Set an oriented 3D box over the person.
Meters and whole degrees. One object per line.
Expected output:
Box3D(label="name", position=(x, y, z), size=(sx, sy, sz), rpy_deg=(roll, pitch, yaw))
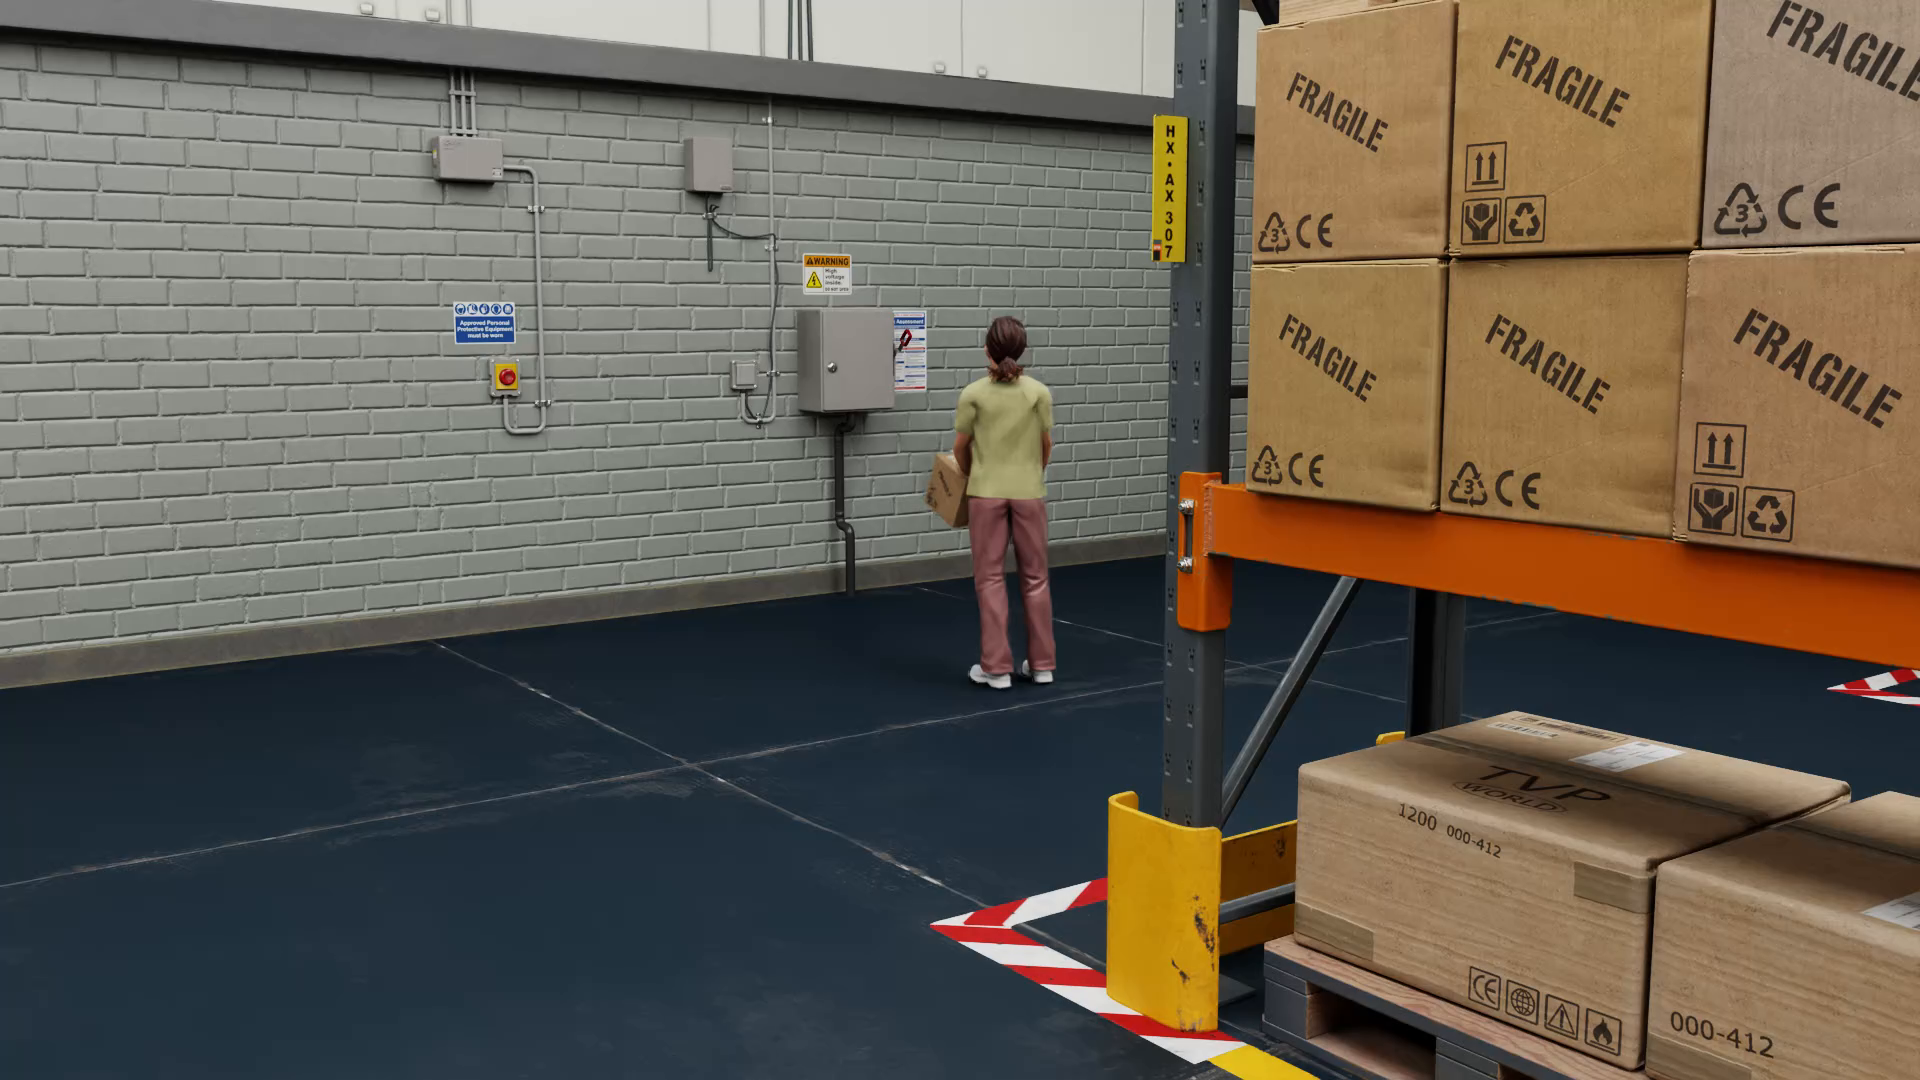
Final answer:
Box3D(label="person", position=(0.209, -0.169, 7.515), size=(0.482, 1.671, 0.521), rpy_deg=(0, 8, -3))
